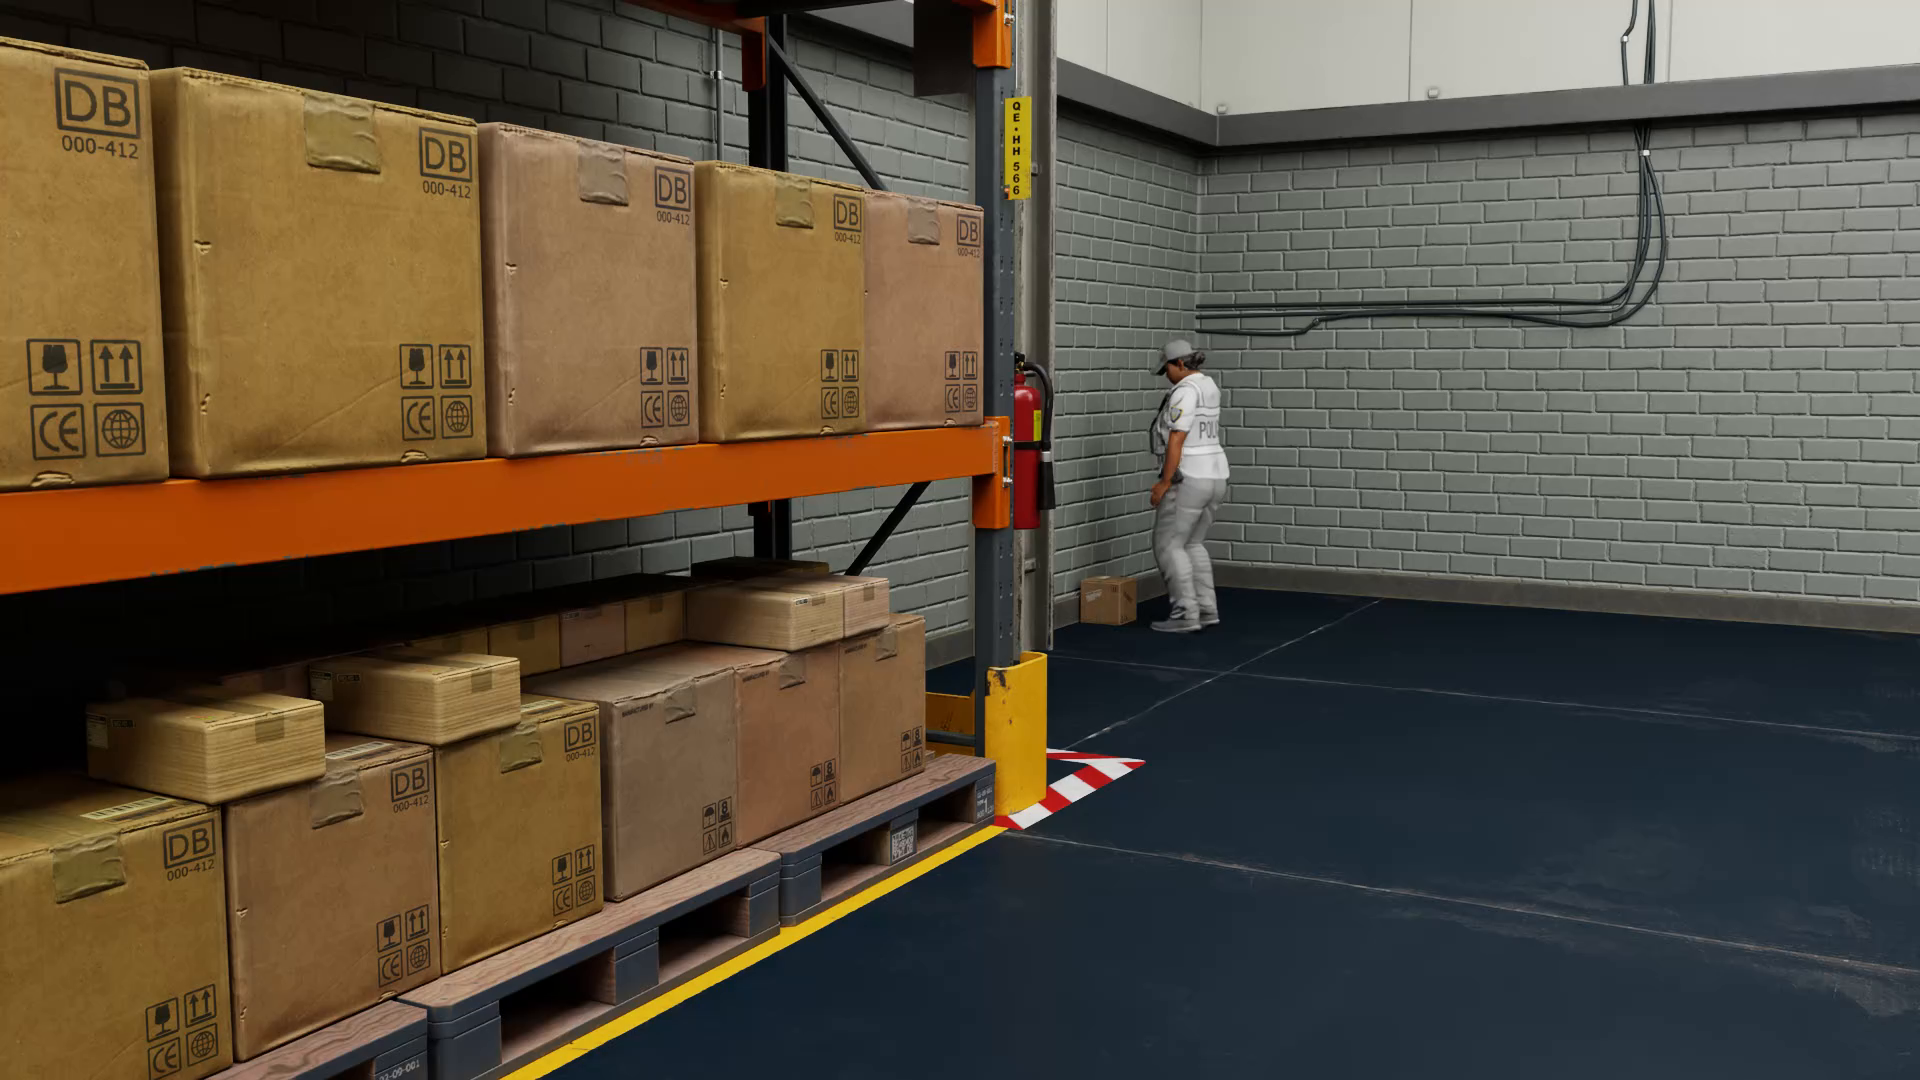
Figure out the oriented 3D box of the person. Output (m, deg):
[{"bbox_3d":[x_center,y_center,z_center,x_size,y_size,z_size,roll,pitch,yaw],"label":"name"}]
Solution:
[{"bbox_3d":[1.280,-0.305,9.408,0.428,1.645,0.483,3,7,30],"label":"person"}]
